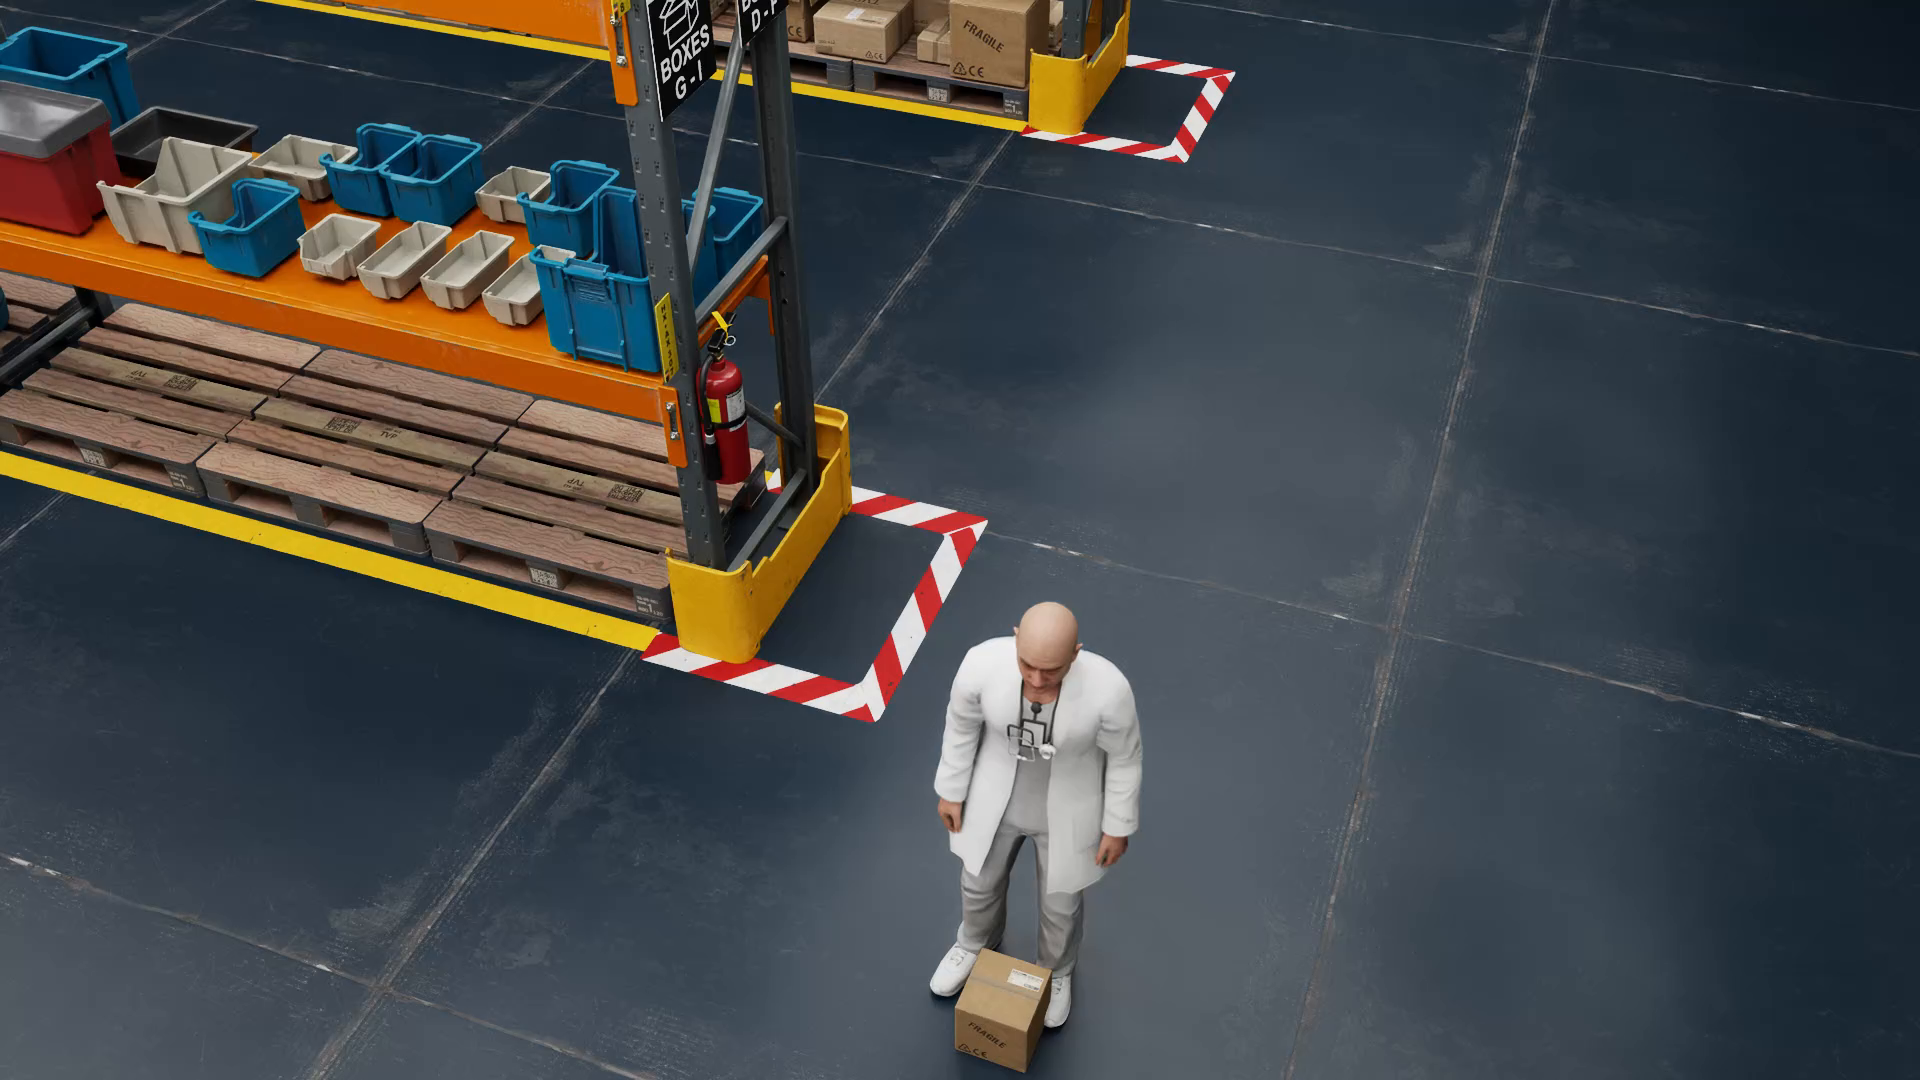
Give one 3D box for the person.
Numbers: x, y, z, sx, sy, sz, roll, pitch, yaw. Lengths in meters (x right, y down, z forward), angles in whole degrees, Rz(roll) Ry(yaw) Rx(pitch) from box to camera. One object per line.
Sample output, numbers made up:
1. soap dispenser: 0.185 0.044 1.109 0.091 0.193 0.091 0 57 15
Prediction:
1. person: 0.238 0.837 5.206 0.653 1.774 0.422 11 42 13
